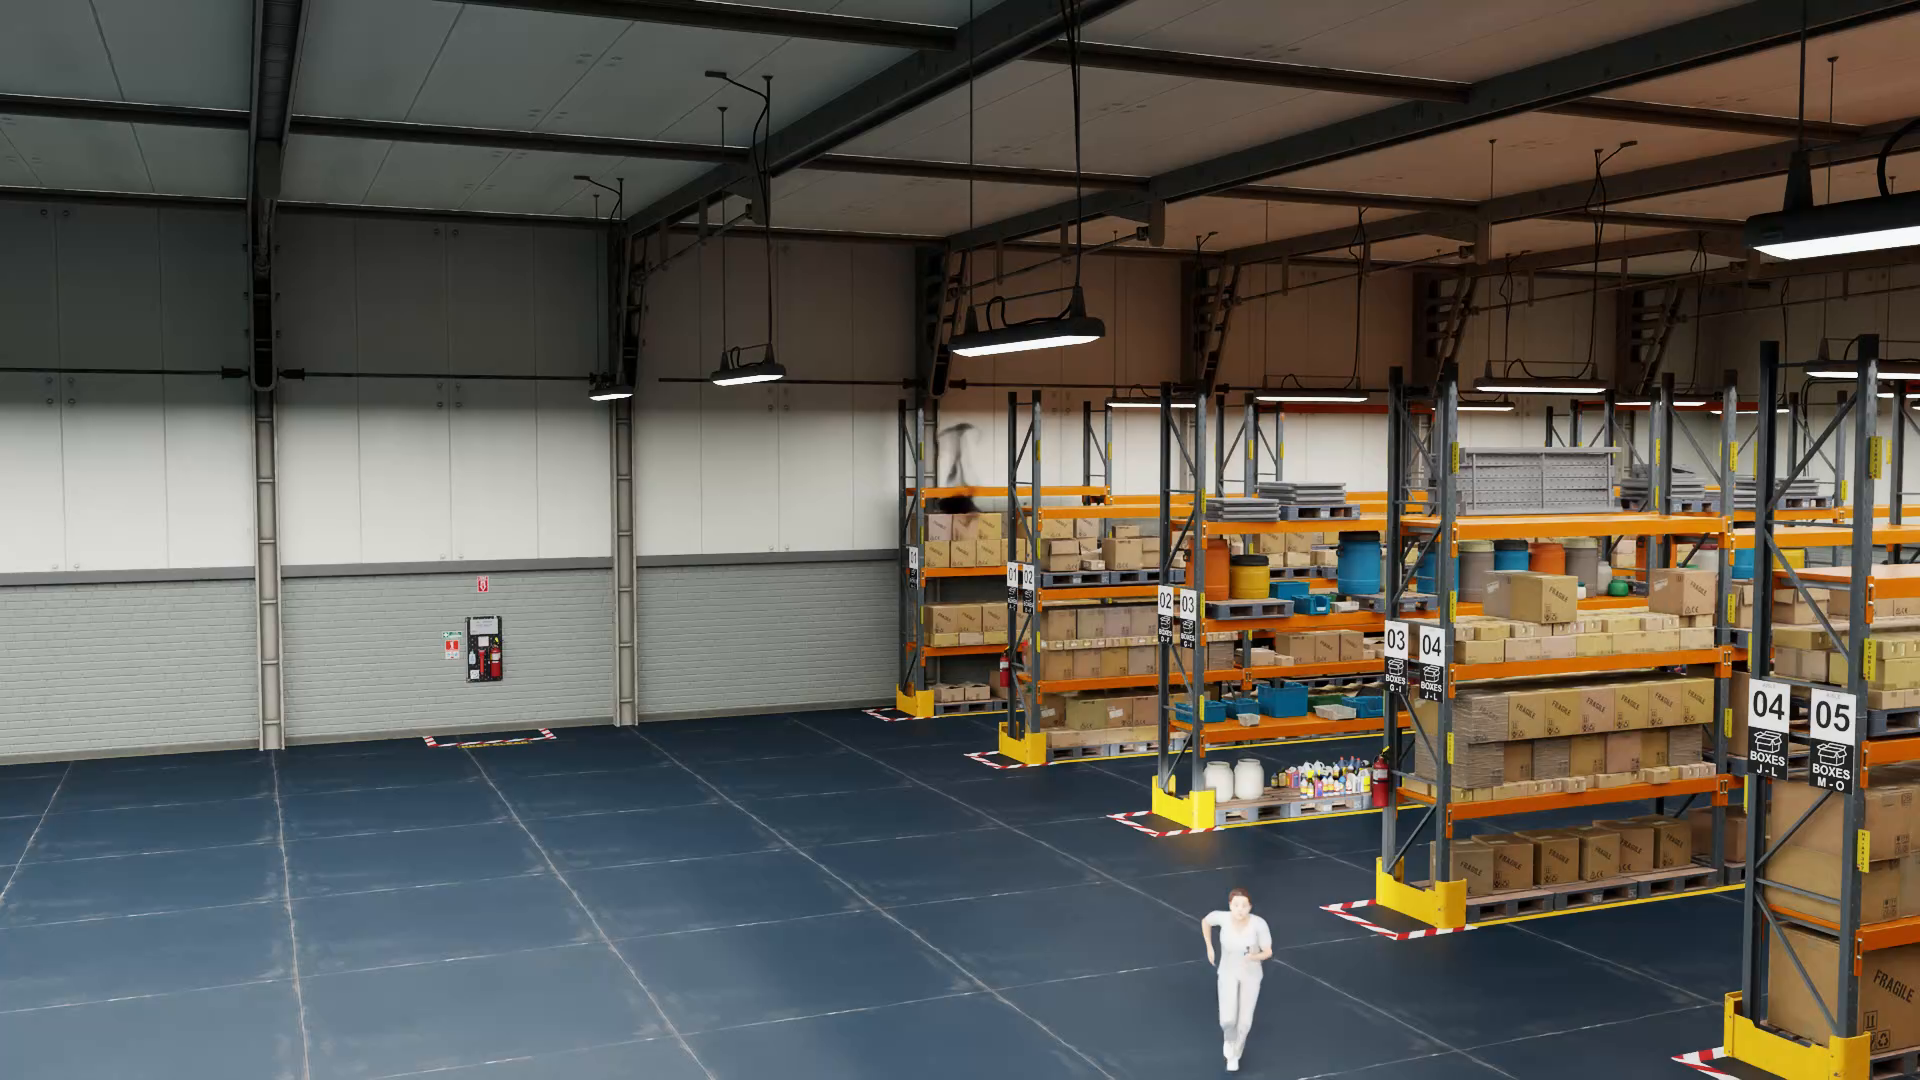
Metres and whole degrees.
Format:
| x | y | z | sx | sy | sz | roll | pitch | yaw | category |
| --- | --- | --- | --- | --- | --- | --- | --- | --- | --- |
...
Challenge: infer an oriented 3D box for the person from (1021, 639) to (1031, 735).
| x | y | z | sx | sy | sz | roll | pitch | yaw | category |
| --- | --- | --- | --- | --- | --- | --- | --- | --- | --- |
| 1.401 | 2.595 | 29.611 | 0.659 | 1.722 | 0.908 | 3 | 4 | 41 | person |

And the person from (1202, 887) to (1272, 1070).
| x | y | z | sx | sy | sz | roll | pitch | yaw | category |
| --- | --- | --- | --- | --- | --- | --- | --- | --- | --- |
| 2.242 | 3.571 | 13.476 | 0.553 | 1.593 | 0.760 | 0 | 3 | 7 | person |
